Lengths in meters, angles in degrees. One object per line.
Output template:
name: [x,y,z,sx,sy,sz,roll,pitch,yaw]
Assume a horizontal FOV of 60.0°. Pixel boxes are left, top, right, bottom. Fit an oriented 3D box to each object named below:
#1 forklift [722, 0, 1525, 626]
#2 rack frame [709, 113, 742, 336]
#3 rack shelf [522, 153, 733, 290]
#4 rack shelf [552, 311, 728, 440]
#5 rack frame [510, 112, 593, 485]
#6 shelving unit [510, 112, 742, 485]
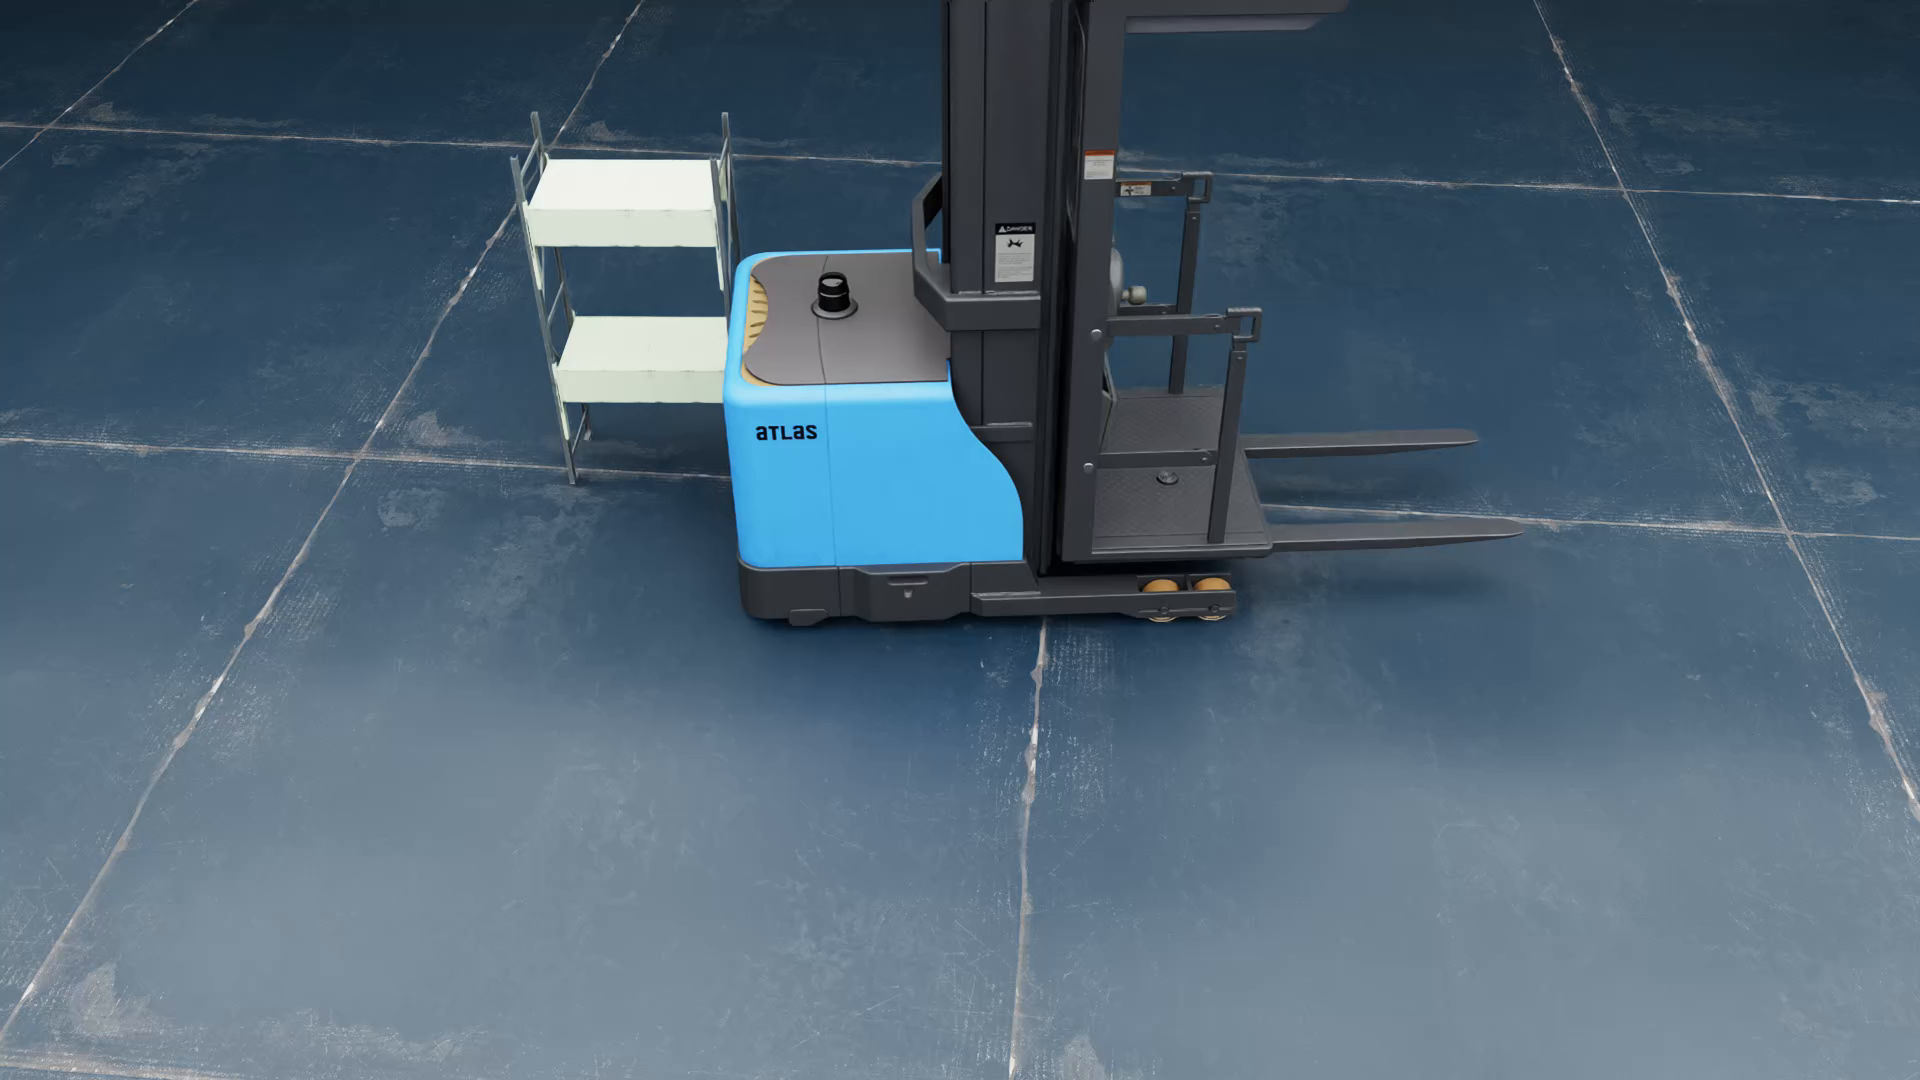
forklift: [0.659,-1.157,5.850,3.031,2.935,1.130,-2,39,-2]
rack frame: [-0.904,-0.936,6.711,0.023,1.500,0.400,0,39,0]
rack shelf: [-1.270,-1.240,6.467,0.720,0.370,0.431,0,39,0]
rack shelf: [-1.270,-0.685,6.920,0.720,0.370,0.431,0,39,0]
rack frame: [-1.636,-0.940,6.716,0.023,1.500,0.400,0,39,0]
shelving unit: [-1.270,-0.938,6.714,0.755,1.500,0.431,0,39,0]
